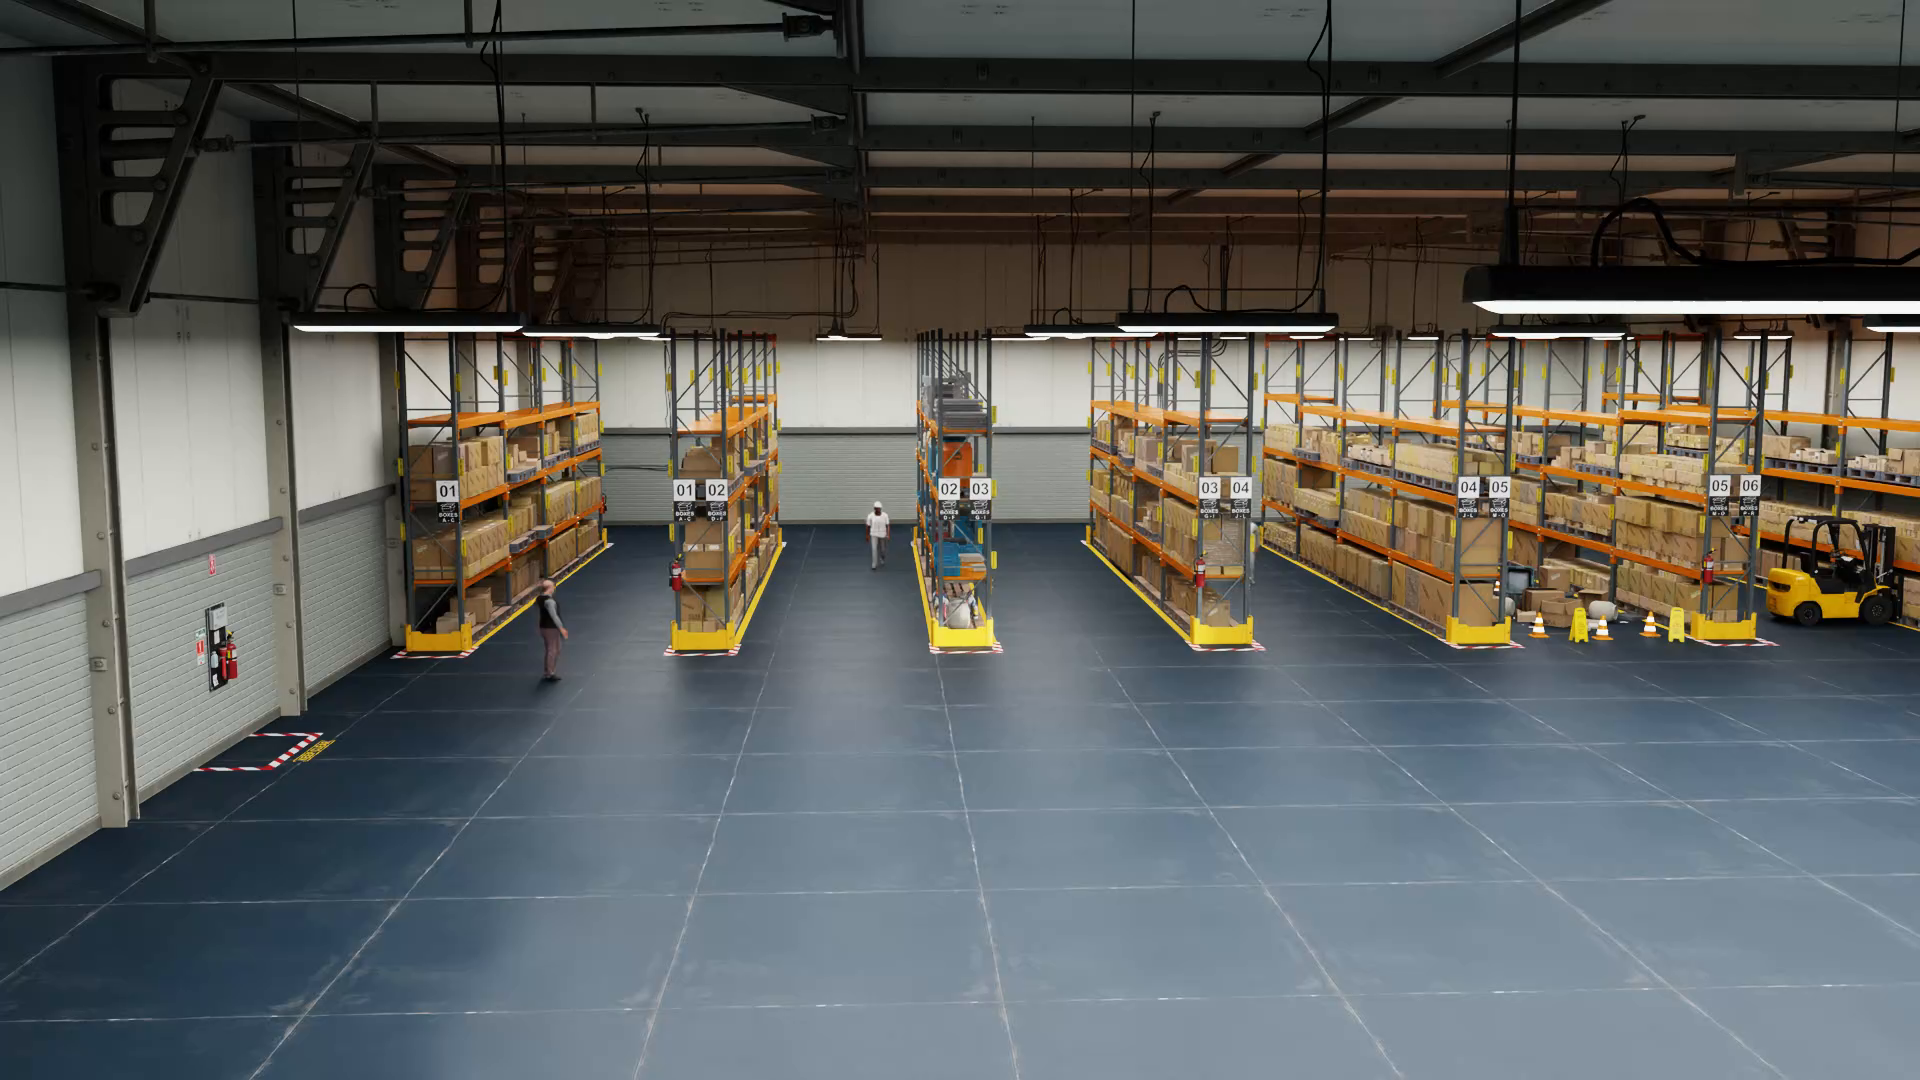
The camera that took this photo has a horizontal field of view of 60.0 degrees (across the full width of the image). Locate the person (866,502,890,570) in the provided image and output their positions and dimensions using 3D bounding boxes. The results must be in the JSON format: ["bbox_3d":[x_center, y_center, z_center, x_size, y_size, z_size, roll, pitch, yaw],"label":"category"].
[{"bbox_3d":[-2.096,-0.115,42.382,0.623,1.727,1.038,0,7,-1],"label":"person"}]

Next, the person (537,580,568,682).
[{"bbox_3d":[-6.944,1.550,28.347,0.560,1.753,0.593,-1,7,-7],"label":"person"}]

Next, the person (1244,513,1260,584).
[{"bbox_3d":[6.889,0.152,39.911,0.562,1.731,0.841,-1,7,-6],"label":"person"}]
